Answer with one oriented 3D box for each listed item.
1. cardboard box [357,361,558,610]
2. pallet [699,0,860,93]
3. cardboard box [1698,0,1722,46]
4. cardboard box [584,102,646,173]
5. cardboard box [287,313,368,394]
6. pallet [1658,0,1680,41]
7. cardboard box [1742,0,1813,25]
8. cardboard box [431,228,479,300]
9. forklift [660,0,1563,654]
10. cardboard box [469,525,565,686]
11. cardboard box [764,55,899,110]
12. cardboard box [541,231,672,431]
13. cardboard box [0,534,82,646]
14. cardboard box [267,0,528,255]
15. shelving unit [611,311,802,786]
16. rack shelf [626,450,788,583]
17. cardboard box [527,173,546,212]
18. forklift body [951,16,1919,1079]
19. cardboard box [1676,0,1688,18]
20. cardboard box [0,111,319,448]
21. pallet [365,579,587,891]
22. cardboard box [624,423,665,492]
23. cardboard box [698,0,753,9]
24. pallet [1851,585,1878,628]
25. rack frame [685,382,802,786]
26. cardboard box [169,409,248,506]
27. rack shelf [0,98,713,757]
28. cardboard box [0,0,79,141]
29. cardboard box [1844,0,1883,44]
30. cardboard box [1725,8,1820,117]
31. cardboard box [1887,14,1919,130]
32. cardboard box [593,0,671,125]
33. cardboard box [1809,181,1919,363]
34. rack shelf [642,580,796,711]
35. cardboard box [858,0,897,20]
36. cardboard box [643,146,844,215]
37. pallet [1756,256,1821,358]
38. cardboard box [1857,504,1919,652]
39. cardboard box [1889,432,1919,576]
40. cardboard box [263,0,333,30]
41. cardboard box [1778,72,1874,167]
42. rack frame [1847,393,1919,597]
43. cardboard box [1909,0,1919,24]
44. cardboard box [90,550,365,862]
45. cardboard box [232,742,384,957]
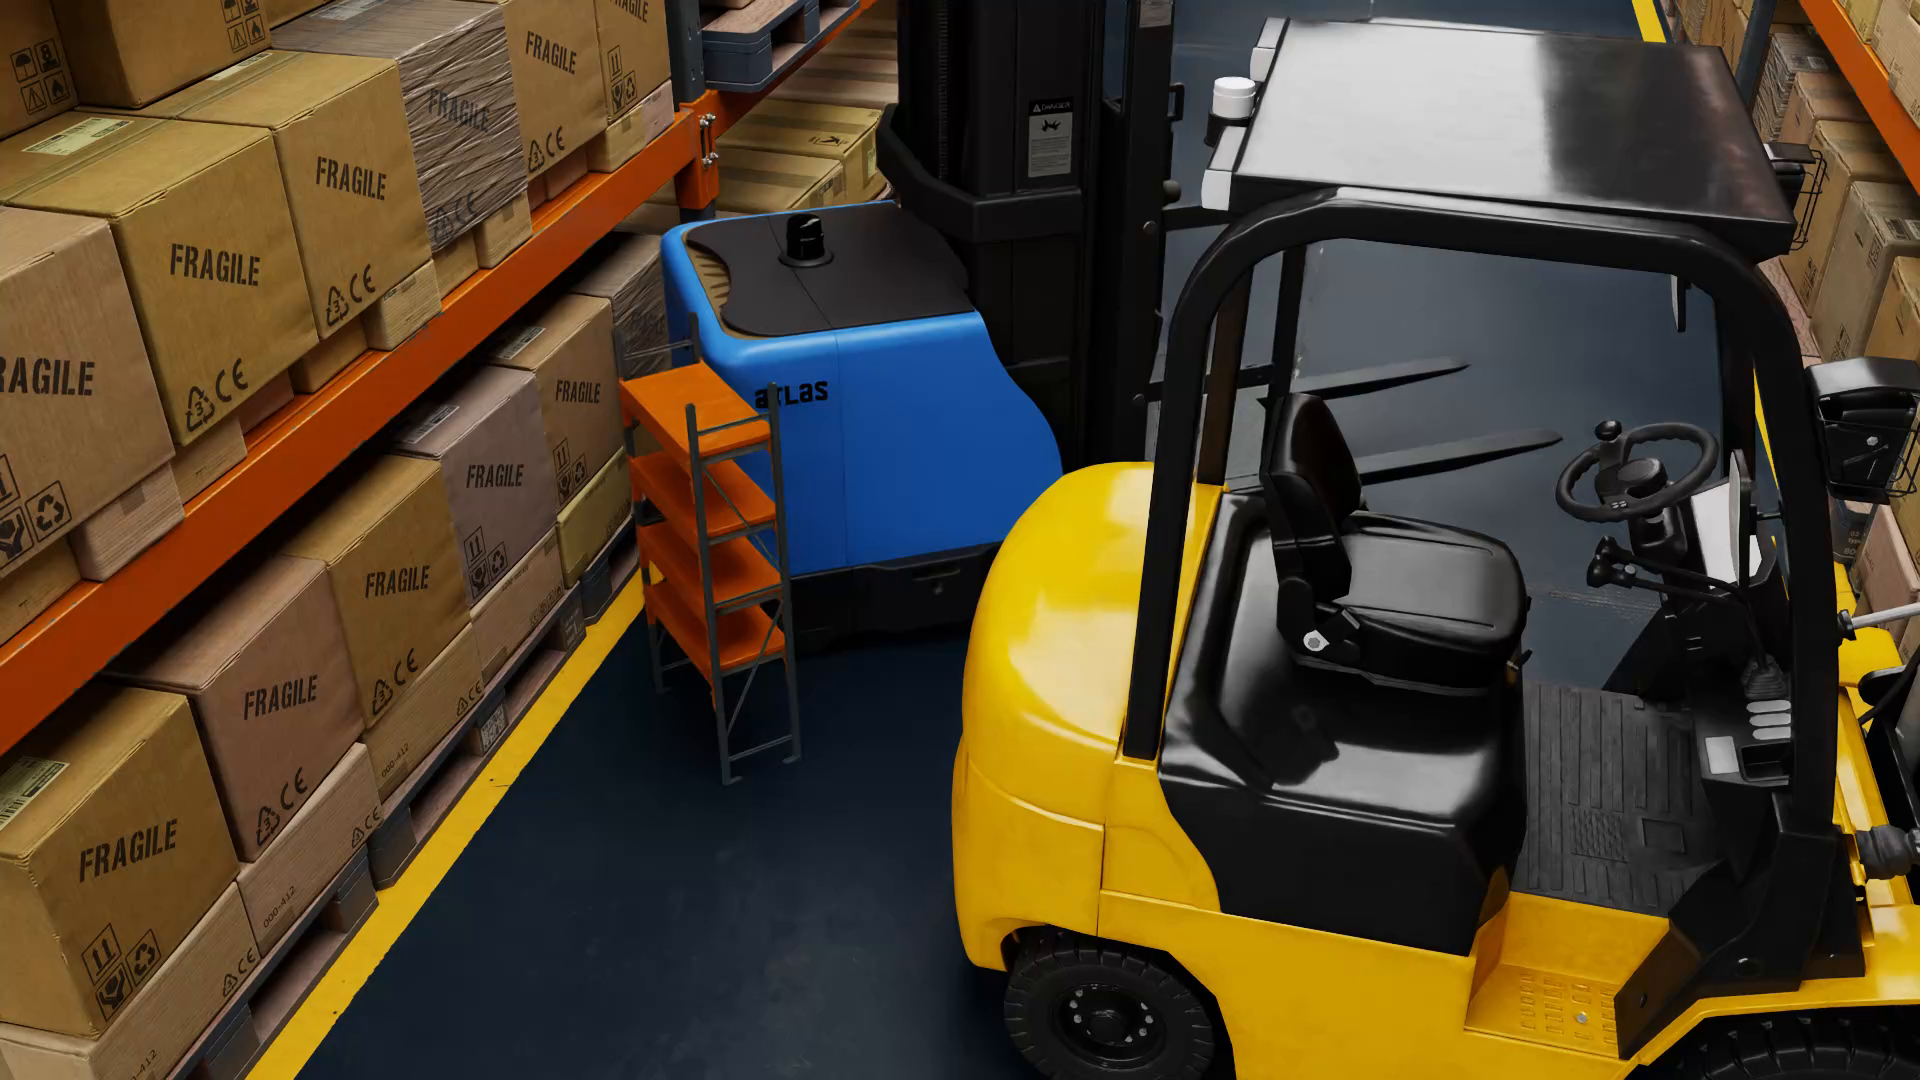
[{"bbox_3d":[-1.514,-0.179,4.708,0.500,0.500,0.500,10,34,15],"label":"cardboard box"},{"bbox_3d":[-1.033,-2.014,6.301,1.003,0.211,1.213,8,33,12],"label":"pallet"},{"bbox_3d":[4.616,-3.021,9.645,0.500,0.500,0.500,9,34,14],"label":"cardboard box"},{"bbox_3d":[-1.211,-1.273,5.191,0.380,0.149,0.250,9,33,13],"label":"cardboard box"},{"bbox_3d":[-1.654,-0.486,3.953,0.380,0.149,0.250,7,33,11],"label":"cardboard box"},{"bbox_3d":[5.295,-3.592,11.203,1.003,0.211,1.213,8,33,12],"label":"pallet"},{"bbox_3d":[4.330,-2.807,8.703,0.380,0.149,0.250,6,33,10],"label":"cardboard box"},{"bbox_3d":[-1.503,-0.747,4.364,0.380,0.149,0.250,7,33,12],"label":"cardboard box"},{"bbox_3d":[0.599,-1.338,5.122,3.031,2.935,1.130,-10,34,-15],"label":"forklift"},{"bbox_3d":[-1.517,0.149,4.891,0.500,0.250,0.500,9,33,13],"label":"cardboard box"},{"bbox_3d":[-0.685,-2.186,8.451,0.950,0.372,0.625,7,33,11],"label":"cardboard box"},{"bbox_3d":[-1.258,-0.708,5.540,0.500,0.500,0.500,8,33,12],"label":"cardboard box"},{"bbox_3d":[-1.900,0.056,3.100,0.380,0.149,0.250,7,33,11],"label":"cardboard box"},{"bbox_3d":[-1.491,-1.083,4.288,0.500,0.500,0.500,9,34,14],"label":"cardboard box"},{"bbox_3d":[-0.687,0.036,4.574,0.258,1.200,0.503,-18,37,-26],"label":"shelving unit"},{"bbox_3d":[-0.687,-0.096,4.490,0.258,0.148,0.480,-18,37,-26],"label":"rack shelf"},{"bbox_3d":[-1.429,-1.021,4.795,0.380,0.149,0.250,8,33,12],"label":"cardboard box"},{"bbox_3d":[1.136,0.157,3.498,2.313,2.155,1.214,8,33,12],"label":"forklift body"},{"bbox_3d":[4.868,-3.562,10.495,0.500,0.500,0.500,7,33,11],"label":"cardboard box"},{"bbox_3d":[-1.738,-0.552,3.452,0.500,0.500,0.500,7,33,11],"label":"cardboard box"},{"bbox_3d":[-1.811,0.447,4.850,1.003,0.211,1.213,8,33,12],"label":"pallet"},{"bbox_3d":[-1.258,-0.392,5.742,0.500,0.250,0.500,10,34,15],"label":"cardboard box"},{"bbox_3d":[-0.922,-2.033,5.995,0.380,0.149,0.250,8,33,13],"label":"cardboard box"},{"bbox_3d":[3.192,0.539,4.705,1.003,0.211,1.213,8,33,12],"label":"pallet"},{"bbox_3d":[-0.561,0.149,4.398,0.240,1.200,0.015,-18,37,-26],"label":"rack frame"},{"bbox_3d":[-1.758,-0.208,3.516,0.380,0.149,0.250,9,34,14],"label":"cardboard box"},{"bbox_3d":[-1.875,-0.377,4.217,1.077,0.370,4.000,8,33,12],"label":"rack shelf"},{"bbox_3d":[-2.299,-1.067,3.330,0.700,0.500,0.500,8,33,12],"label":"cardboard box"},{"bbox_3d":[3.711,-2.062,6.338,0.500,0.250,0.500,9,34,14],"label":"cardboard box"},{"bbox_3d":[4.349,-2.491,8.811,0.500,0.500,0.500,9,34,14],"label":"cardboard box"},{"bbox_3d":[3.432,-1.540,5.516,0.500,0.250,0.500,8,33,12],"label":"cardboard box"},{"bbox_3d":[-1.240,-1.621,5.134,0.500,0.500,0.500,7,33,11],"label":"cardboard box"},{"bbox_3d":[3.760,-0.893,6.181,0.875,0.625,0.625,8,33,12],"label":"cardboard box"},{"bbox_3d":[-0.687,0.261,4.717,0.258,0.148,0.480,-18,37,-26],"label":"rack shelf"},{"bbox_3d":[-0.097,-3.422,9.925,0.875,0.875,0.875,8,33,12],"label":"cardboard box"},{"bbox_3d":[-1.058,-1.432,7.265,0.950,0.372,0.625,10,34,15],"label":"cardboard box"},{"bbox_3d":[3.891,-0.890,6.954,1.003,0.211,1.213,8,33,12],"label":"pallet"},{"bbox_3d":[2.991,0.145,4.898,0.500,0.250,0.500,8,33,13],"label":"cardboard box"},{"bbox_3d":[3.013,-0.063,4.759,0.500,0.250,0.500,8,33,12],"label":"cardboard box"},{"bbox_3d":[-1.993,-1.590,4.153,0.700,0.500,0.500,7,33,11],"label":"cardboard box"},{"bbox_3d":[4.120,-1.633,7.345,0.875,0.625,0.625,9,34,14],"label":"cardboard box"},{"bbox_3d":[3.435,-1.044,4.597,1.000,3.000,0.127,8,33,12],"label":"rack frame"},{"bbox_3d":[3.435,-1.749,5.380,0.500,0.250,0.500,7,33,11],"label":"cardboard box"},{"bbox_3d":[-1.777,0.359,3.862,0.500,0.500,0.500,7,33,11],"label":"cardboard box"},{"bbox_3d":[-1.774,0.696,4.031,0.500,0.250,0.500,9,34,14],"label":"cardboard box"}]
